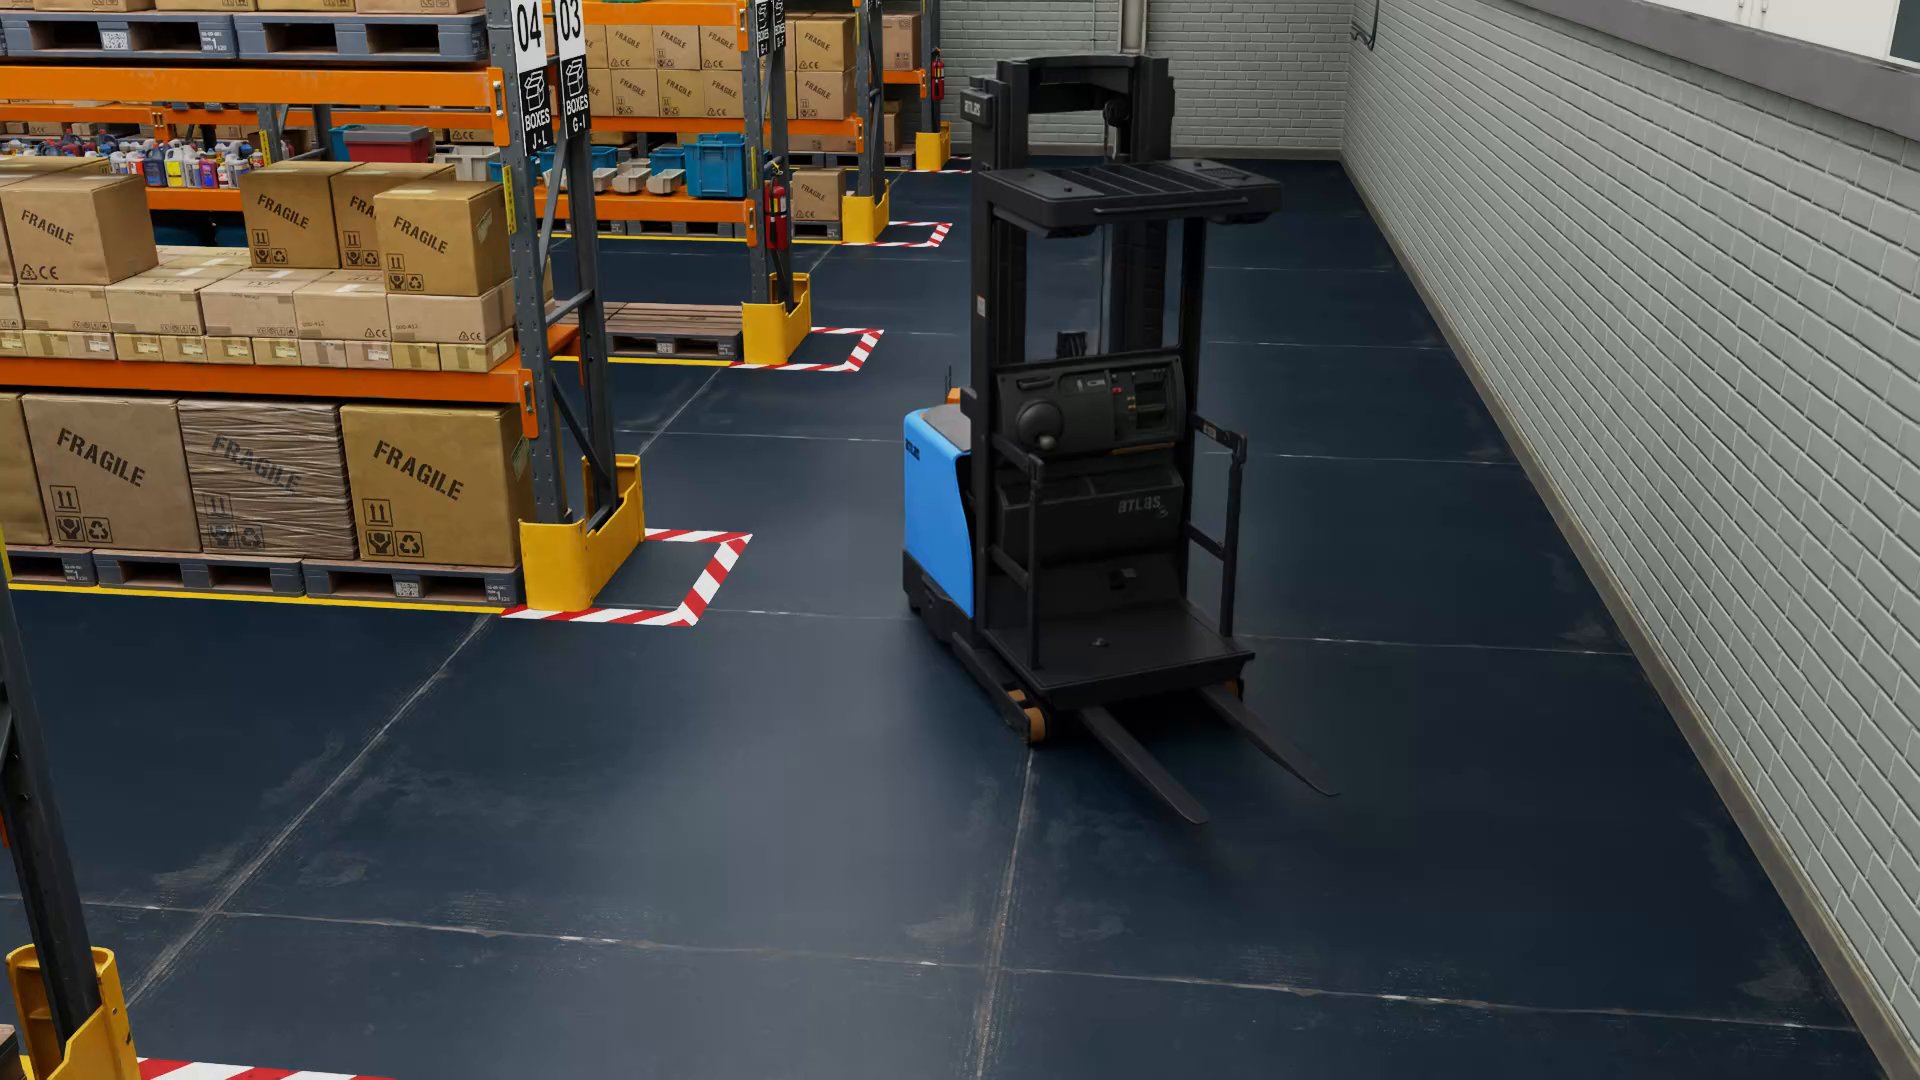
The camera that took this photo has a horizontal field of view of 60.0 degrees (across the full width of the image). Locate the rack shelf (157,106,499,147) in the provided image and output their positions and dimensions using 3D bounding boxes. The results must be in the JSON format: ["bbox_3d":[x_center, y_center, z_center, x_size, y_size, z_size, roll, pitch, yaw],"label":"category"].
[{"bbox_3d":[-6.931,-4.767,18.895,4.000,0.370,1.077,2,22,6],"label":"rack shelf"}]

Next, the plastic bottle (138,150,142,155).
[{"bbox_3d":[-7.092,-3.277,14.419,0.097,0.201,0.097,0,22,0],"label":"plastic bottle"}]

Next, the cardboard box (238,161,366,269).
[{"bbox_3d":[-3.599,-1.803,9.201,0.500,0.500,0.500,2,22,5],"label":"cardboard box"}]

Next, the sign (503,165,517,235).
[{"bbox_3d":[-2.220,-1.676,8.202,0.005,0.325,0.100,2,22,6],"label":"sign"}]

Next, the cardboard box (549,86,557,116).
[{"bbox_3d":[-4.471,-4.940,18.218,0.500,0.500,0.500,3,22,8],"label":"cardboard box"}]

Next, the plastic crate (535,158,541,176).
[{"bbox_3d":[-3.767,-3.146,14.095,0.466,0.136,0.293,2,22,6],"label":"plastic crate"}]

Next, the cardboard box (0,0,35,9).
[{"bbox_3d":[-4.797,-3.044,8.637,0.500,0.500,0.700,4,22,9],"label":"cardboard box"}]

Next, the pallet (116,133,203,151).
[{"bbox_3d":[-11.537,-5.840,24.424,1.213,0.211,1.003,2,22,6],"label":"pallet"}]

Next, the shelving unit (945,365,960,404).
[{"bbox_3d":[0.053,-0.486,9.741,0.252,1.050,0.215,2,22,6],"label":"shelving unit"}]

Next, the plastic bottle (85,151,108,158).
[{"bbox_3d":[-7.189,-3.101,13.873,0.135,0.276,0.152,2,22,6],"label":"plastic bottle"}]

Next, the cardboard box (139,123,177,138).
[{"bbox_3d":[-11.577,-6.186,24.308,0.500,0.500,0.700,3,22,8],"label":"cardboard box"}]

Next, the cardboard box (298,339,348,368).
[{"bbox_3d":[-3.291,-1.036,8.823,0.250,0.149,0.380,3,22,7],"label":"cardboard box"}]

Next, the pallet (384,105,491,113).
[{"bbox_3d":[-5.726,-5.000,18.768,1.213,0.211,1.003,2,22,6],"label":"pallet"}]

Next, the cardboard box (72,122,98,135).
[{"bbox_3d":[-12.845,-6.069,24.466,0.250,0.166,0.380,0,22,-1],"label":"cardboard box"}]

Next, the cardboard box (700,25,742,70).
[{"bbox_3d":[-2.464,-5.314,17.806,0.500,0.500,0.500,3,22,8],"label":"cardboard box"}]

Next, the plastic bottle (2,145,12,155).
[{"bbox_3d":[-8.420,-3.391,14.707,0.097,0.201,0.097,0,22,0],"label":"plastic bottle"}]

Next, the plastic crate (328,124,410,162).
[{"bbox_3d":[-5.028,-3.331,14.226,0.575,0.384,0.392,2,22,6],"label":"plastic crate"}]

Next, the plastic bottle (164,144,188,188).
[{"bbox_3d":[-6.483,-3.104,13.778,0.185,0.351,0.144,2,22,6],"label":"plastic bottle"}]

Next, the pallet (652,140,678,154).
[{"bbox_3d":[-3.620,-5.465,23.476,1.213,0.211,1.003,2,22,6],"label":"pallet"}]

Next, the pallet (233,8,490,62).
[{"bbox_3d":[-2.880,-2.607,8.495,1.213,0.211,1.003,2,22,6],"label":"pallet"}]

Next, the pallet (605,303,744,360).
[{"bbox_3d":[-2.374,-1.786,14.171,1.213,0.211,1.003,2,22,6],"label":"pallet"}]

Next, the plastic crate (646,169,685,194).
[{"bbox_3d":[-2.390,-2.908,13.492,0.243,0.136,0.396,2,22,6],"label":"plastic crate"}]

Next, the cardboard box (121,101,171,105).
[{"bbox_3d":[-9.273,-5.178,19.078,0.500,0.311,0.500,4,22,10],"label":"cardboard box"}]

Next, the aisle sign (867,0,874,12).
[{"bbox_3d":[-0.941,-5.936,17.338,0.004,0.787,0.394,2,22,6],"label":"aisle sign"}]

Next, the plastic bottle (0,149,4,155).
[{"bbox_3d":[-7.970,-3.122,13.915,0.133,0.283,0.061,2,22,6],"label":"plastic bottle"}]

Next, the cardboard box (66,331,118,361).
[{"bbox_3d":[-4.573,-1.091,8.961,0.250,0.149,0.380,3,22,7],"label":"cardboard box"}]

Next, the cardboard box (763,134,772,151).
[{"bbox_3d":[-2.627,-5.740,23.209,0.500,0.500,0.700,3,22,8],"label":"cardboard box"}]

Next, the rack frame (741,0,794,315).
[{"bbox_3d":[-1.559,-3.033,13.532,0.127,3.000,1.000,2,22,6],"label":"rack frame"}]

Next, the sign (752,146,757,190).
[{"bbox_3d":[-1.608,-2.908,12.993,0.005,0.325,0.100,2,22,6],"label":"sign"}]

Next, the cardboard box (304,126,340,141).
[{"bbox_3d":[-9.059,-6.051,23.966,0.500,0.500,0.700,3,22,7],"label":"cardboard box"}]

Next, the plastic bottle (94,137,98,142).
[{"bbox_3d":[-7.601,-3.400,14.619,0.133,0.283,0.061,2,22,6],"label":"plastic bottle"}]

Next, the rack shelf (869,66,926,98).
[{"bbox_3d":[-2.380,-6.402,23.033,4.000,0.370,1.077,2,22,6],"label":"rack shelf"}]

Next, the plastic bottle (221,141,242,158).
[{"bbox_3d":[-6.310,-3.324,14.435,0.135,0.276,0.152,2,22,6],"label":"plastic bottle"}]

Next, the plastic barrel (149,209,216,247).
[{"bbox_3d":[-6.773,-2.486,14.431,0.708,0.901,0.600,2,22,6],"label":"plastic barrel"}]

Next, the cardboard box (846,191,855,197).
[{"bbox_3d":[-1.348,-3.864,18.913,0.250,0.149,0.380,2,22,6],"label":"cardboard box"}]

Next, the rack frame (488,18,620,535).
[{"bbox_3d":[-2.142,-1.225,8.958,0.127,3.000,1.000,2,22,6],"label":"rack frame"}]

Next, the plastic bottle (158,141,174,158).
[{"bbox_3d":[-6.649,-3.164,13.931,0.185,0.351,0.144,2,22,6],"label":"plastic bottle"}]

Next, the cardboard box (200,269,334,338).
[{"bbox_3d":[-3.664,-1.262,8.851,0.500,0.250,0.500,2,22,4],"label":"cardboard box"}]

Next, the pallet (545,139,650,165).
[{"bbox_3d":[-5.141,-5.533,23.647,1.213,0.211,1.003,2,22,6],"label":"pallet"}]

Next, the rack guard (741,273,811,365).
[{"bbox_3d":[-1.534,-1.874,14.001,0.348,0.500,1.175,2,22,6],"label":"rack guard"}]

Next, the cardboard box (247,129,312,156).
[{"bbox_3d":[-7.904,-4.623,19.335,0.500,0.250,0.500,3,22,8],"label":"cardboard box"}]

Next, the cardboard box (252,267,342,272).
[{"bbox_3d":[-3.603,-1.456,9.342,0.500,0.250,0.500,2,22,4],"label":"cardboard box"}]

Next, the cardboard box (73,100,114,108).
[{"bbox_3d":[-9.843,-5.009,18.871,0.250,0.149,0.380,2,22,6],"label":"cardboard box"}]

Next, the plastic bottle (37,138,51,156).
[{"bbox_3d":[-7.692,-3.213,14.053,0.185,0.351,0.144,2,22,6],"label":"plastic bottle"}]

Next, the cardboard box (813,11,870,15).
[{"bbox_3d":[-1.625,-6.836,22.742,0.700,0.700,0.980,2,22,6],"label":"cardboard box"}]

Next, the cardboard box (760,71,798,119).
[{"bbox_3d":[-1.965,-4.829,17.939,0.500,0.500,0.500,3,22,7],"label":"cardboard box"}]

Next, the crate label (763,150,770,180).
[{"bbox_3d":[-1.766,-3.114,13.883,0.303,0.233,0.416,2,22,6],"label":"crate label"}]

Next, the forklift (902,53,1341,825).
[{"bbox_3d":[0.692,-0.606,7.486,1.130,2.935,3.031,-8,23,-20],"label":"forklift"}]

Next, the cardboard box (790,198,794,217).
[{"bbox_3d":[-1.933,-3.713,18.506,0.250,0.166,0.380,2,22,6],"label":"cardboard box"}]

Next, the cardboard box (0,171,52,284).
[{"bbox_3d":[-5.181,-1.677,8.881,0.500,0.500,0.500,2,22,6],"label":"cardboard box"}]
